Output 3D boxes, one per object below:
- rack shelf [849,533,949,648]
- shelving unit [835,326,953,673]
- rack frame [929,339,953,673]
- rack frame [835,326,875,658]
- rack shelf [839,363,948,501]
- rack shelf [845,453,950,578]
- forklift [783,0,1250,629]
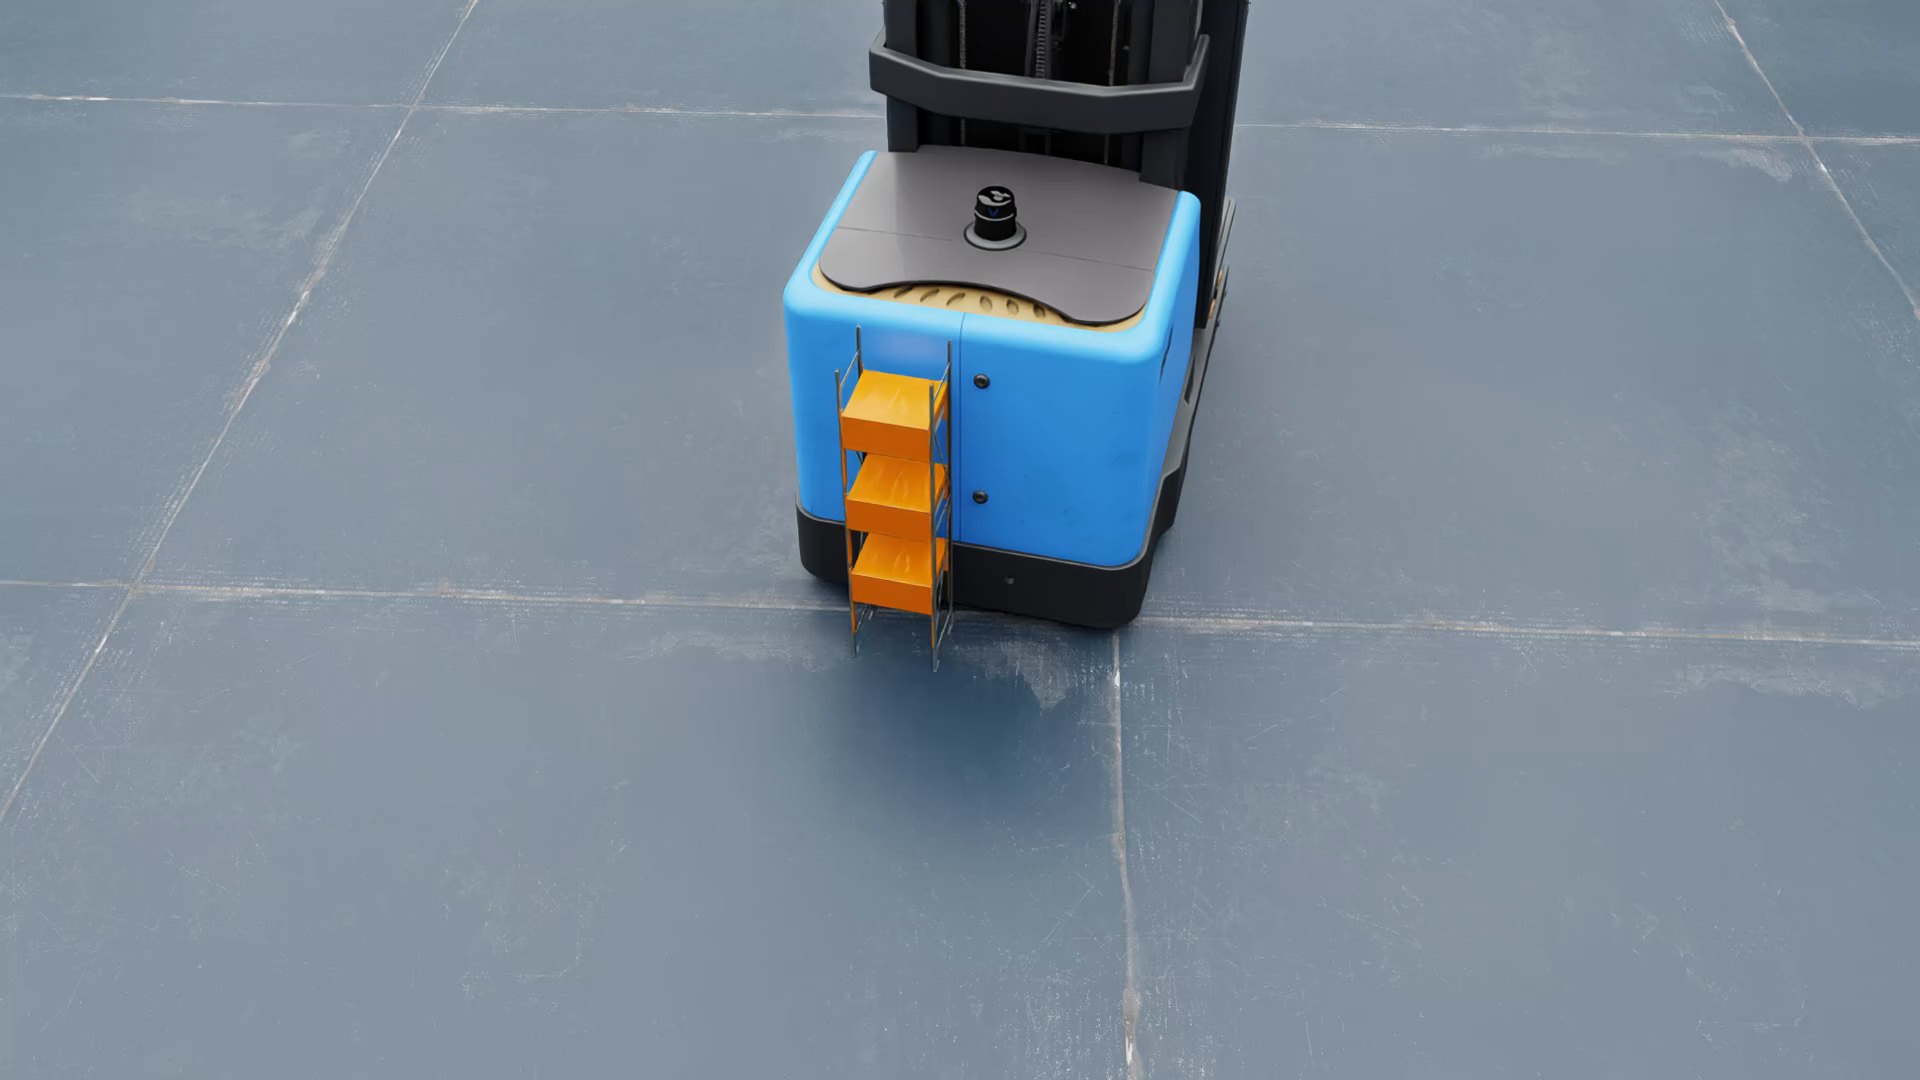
[{"bbox_3d":[-0.167,0.127,4.767,0.240,0.259,0.215,10,44,10],"label":"rack shelf"},{"bbox_3d":[-0.167,-0.084,4.570,0.252,1.050,0.215,10,44,10],"label":"shelving unit"},{"bbox_3d":[-0.049,-0.064,4.548,0.008,1.050,0.200,10,44,10],"label":"rack frame"},{"bbox_3d":[-0.285,-0.104,4.592,0.008,1.050,0.200,10,44,10],"label":"rack frame"},{"bbox_3d":[-0.167,-0.284,4.384,0.240,0.259,0.215,10,44,10],"label":"rack shelf"},{"bbox_3d":[-0.167,-0.076,4.577,0.240,0.259,0.215,10,44,10],"label":"rack shelf"},{"bbox_3d":[0.367,-1.833,5.067,1.130,2.935,3.031,10,44,10],"label":"forklift"}]
